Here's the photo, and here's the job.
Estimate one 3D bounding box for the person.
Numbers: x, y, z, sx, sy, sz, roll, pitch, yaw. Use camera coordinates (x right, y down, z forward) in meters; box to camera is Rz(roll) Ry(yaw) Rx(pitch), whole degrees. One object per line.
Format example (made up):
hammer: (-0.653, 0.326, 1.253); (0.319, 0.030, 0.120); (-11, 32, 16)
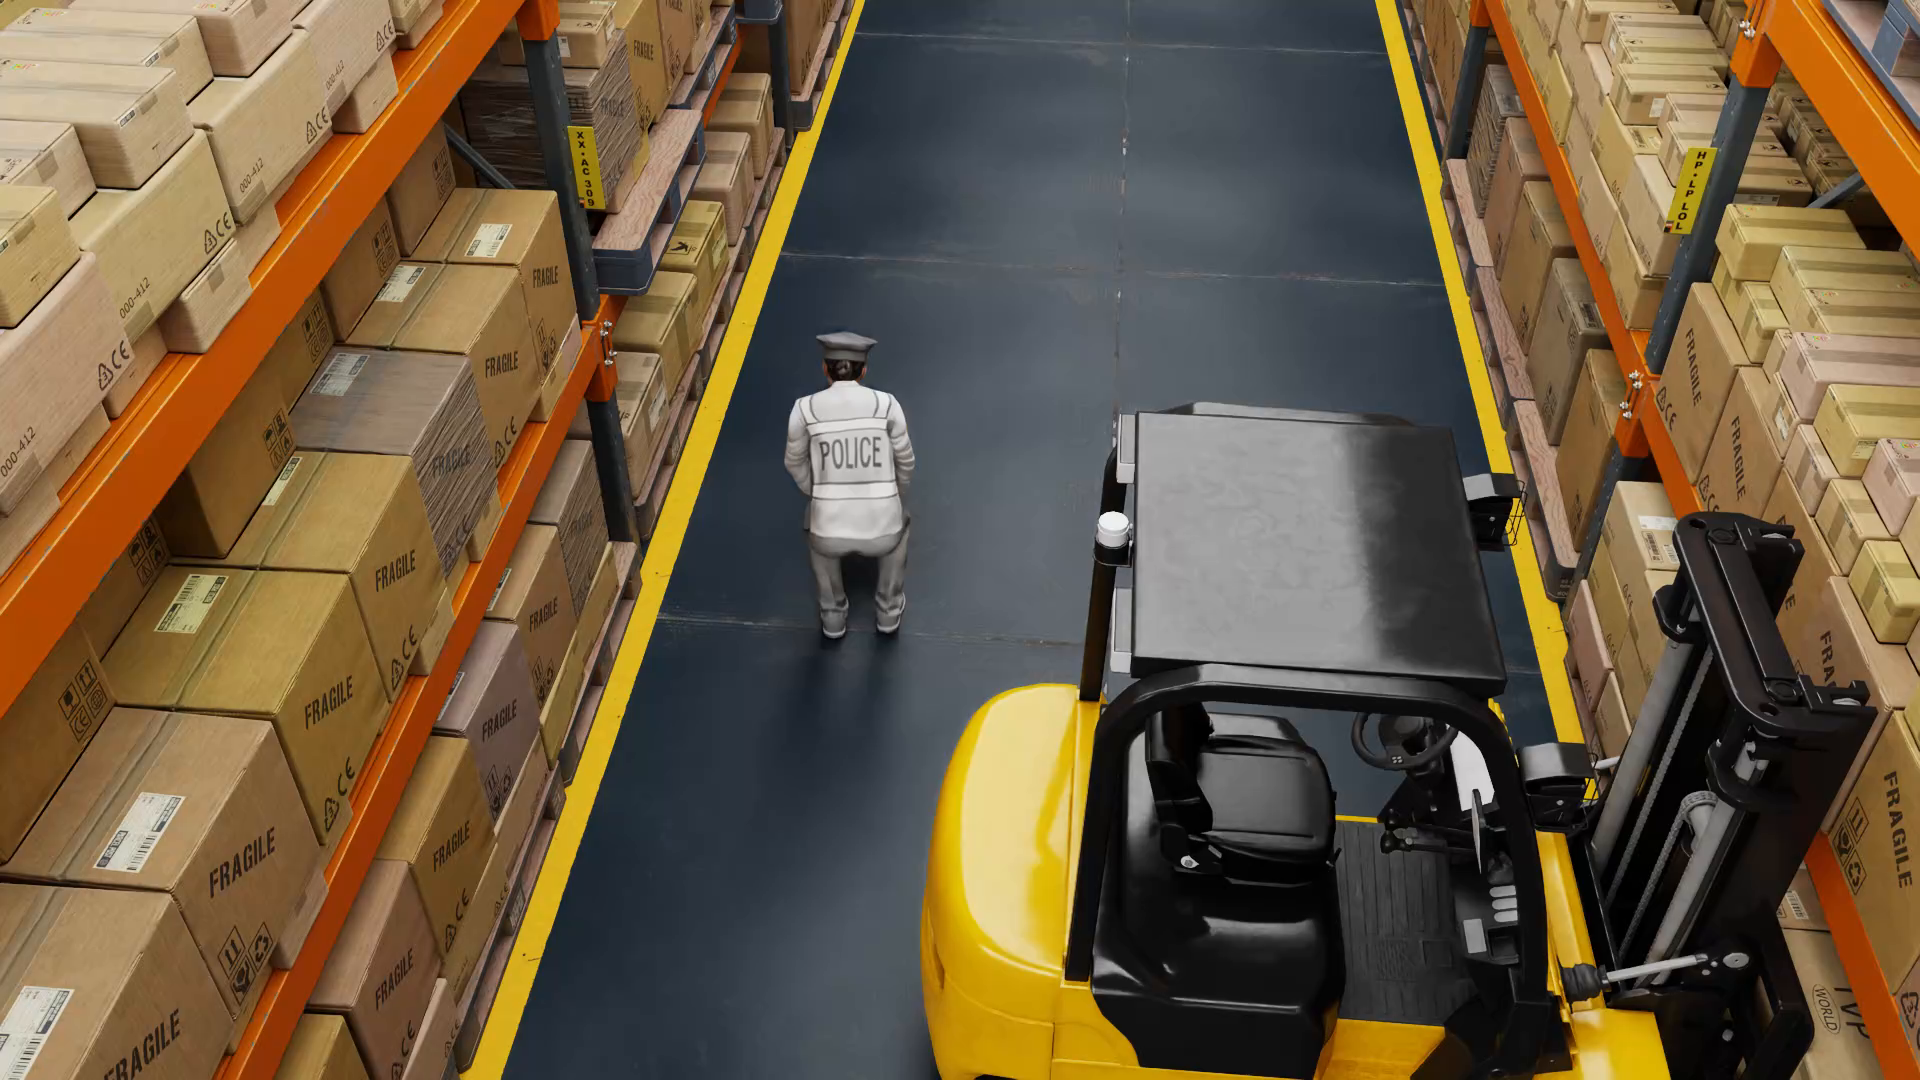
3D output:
person: (-0.448, -0.189, 6.712); (0.530, 1.239, 0.771); (1, 40, 1)
